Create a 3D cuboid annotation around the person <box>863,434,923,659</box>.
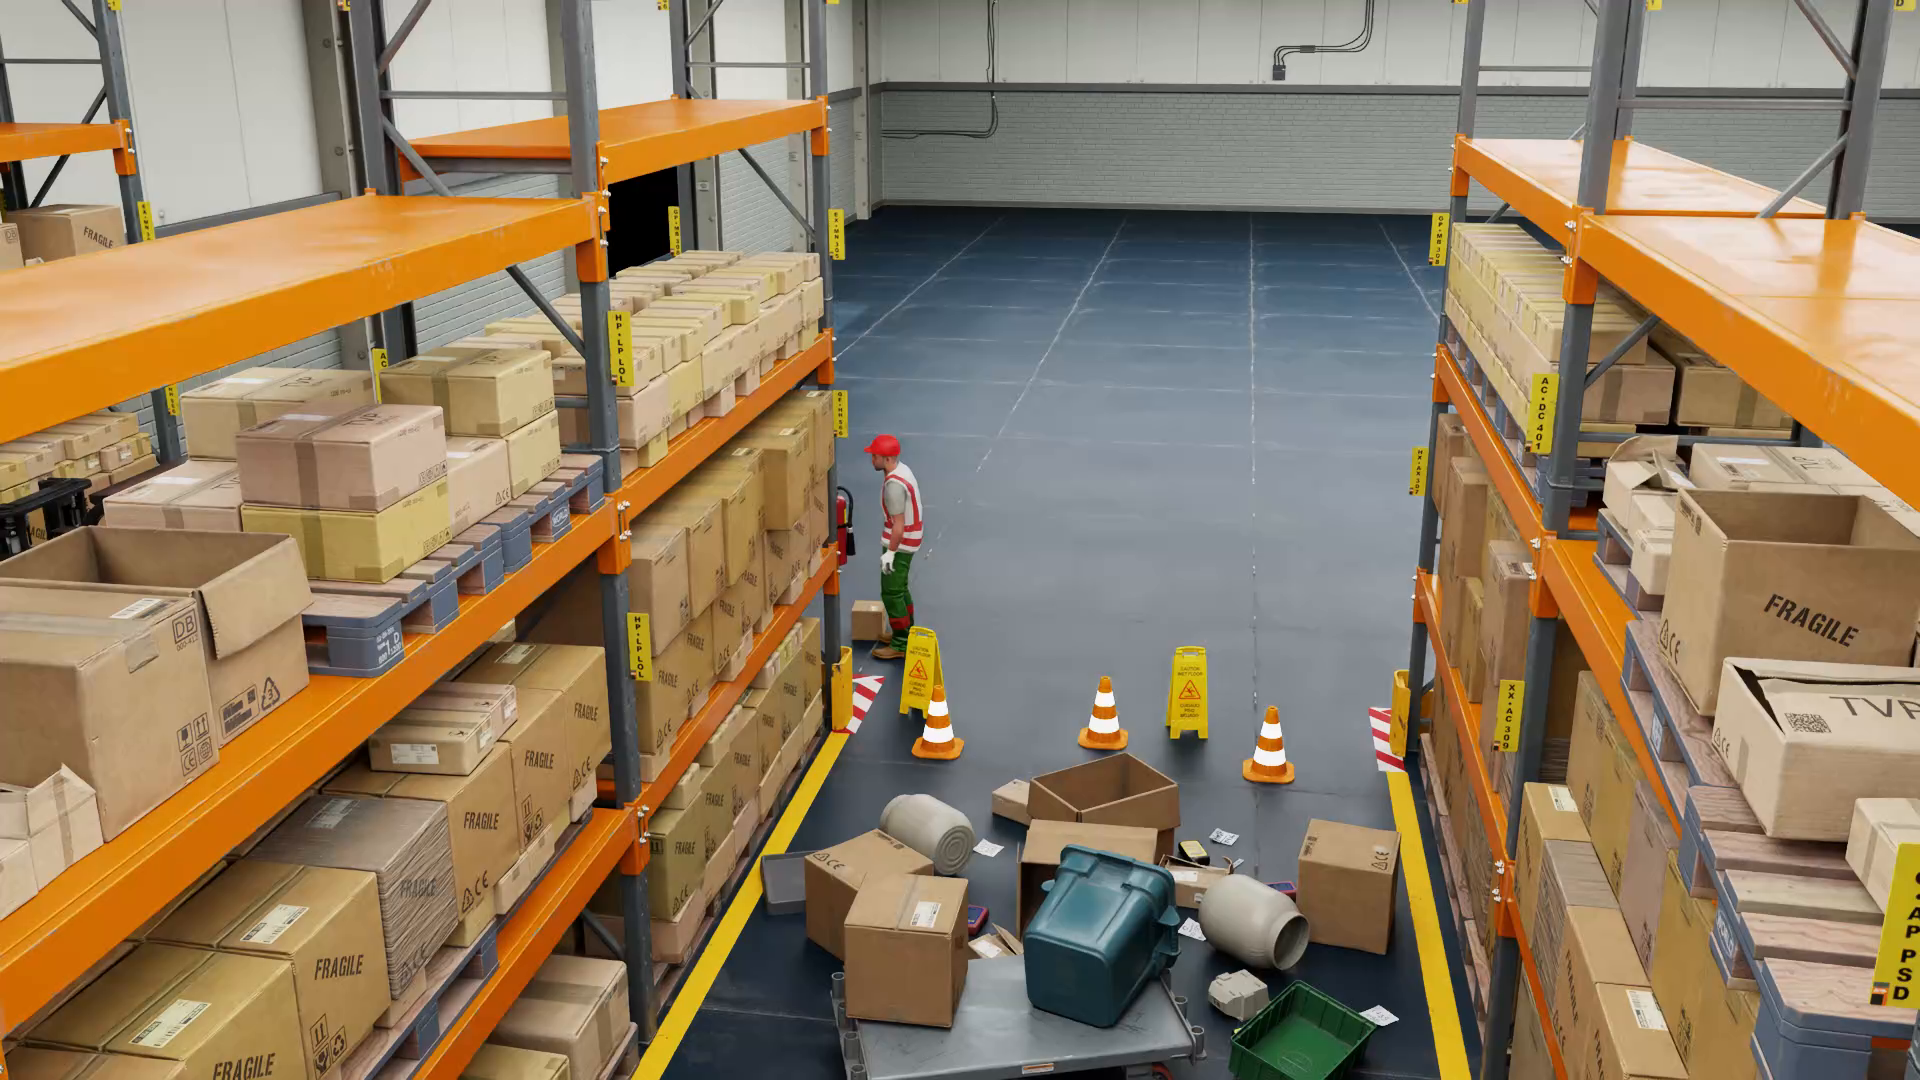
[{"bbox_3d":[-0.512,0.040,12.899,0.449,1.780,0.623,1,18,4],"label":"person"}]
